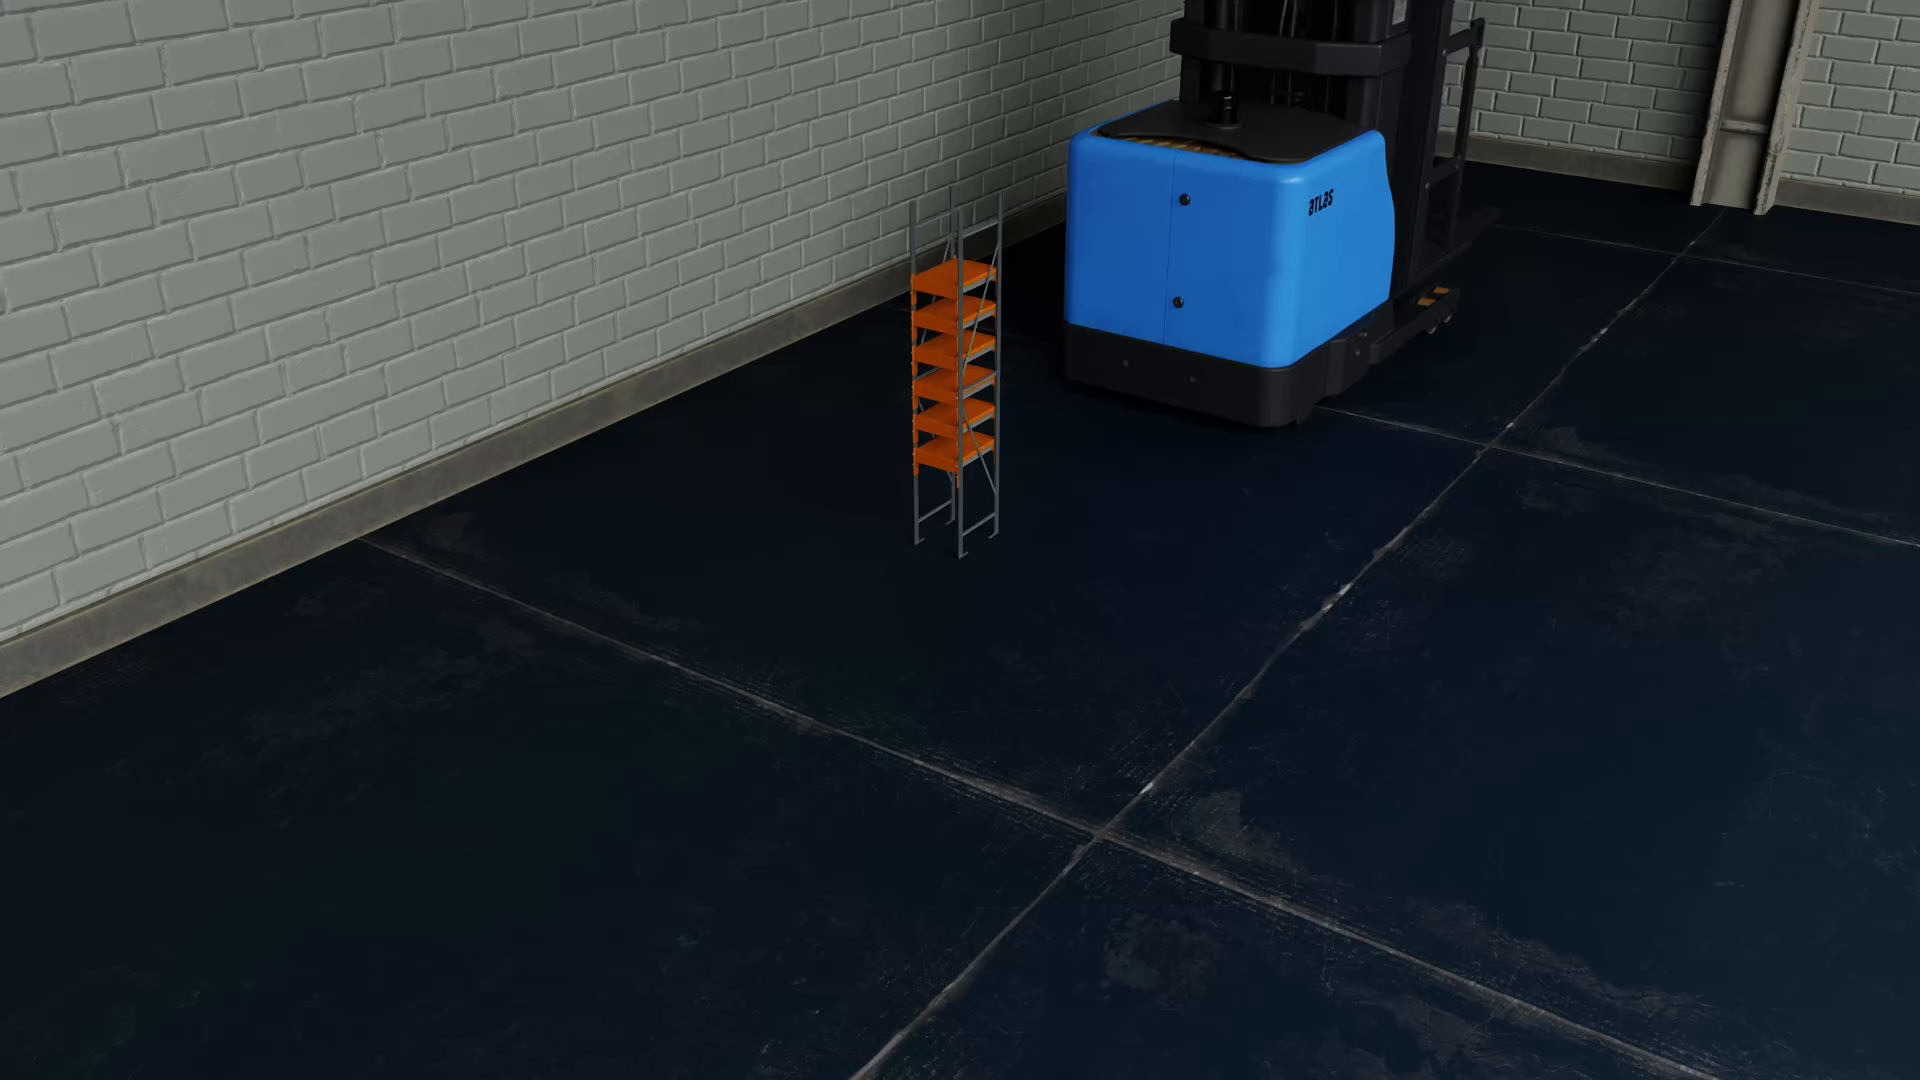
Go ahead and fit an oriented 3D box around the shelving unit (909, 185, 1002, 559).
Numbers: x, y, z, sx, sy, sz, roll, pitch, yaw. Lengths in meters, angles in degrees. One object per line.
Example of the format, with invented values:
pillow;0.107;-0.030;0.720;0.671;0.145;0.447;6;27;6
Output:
shelving unit;-0.012;-0.538;5.485;0.189;1.200;0.258;17;32;30

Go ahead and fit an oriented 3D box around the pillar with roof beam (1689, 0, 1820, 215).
pillar with roof beam;1.991;-4.330;4.337;0.400;9.000;9.100;17;32;30

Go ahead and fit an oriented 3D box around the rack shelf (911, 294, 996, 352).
rack shelf;-0.012;-0.713;5.396;0.180;0.103;0.258;17;32;30

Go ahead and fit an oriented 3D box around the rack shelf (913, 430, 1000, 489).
rack shelf;-0.012;-0.285;5.614;0.180;0.103;0.258;17;32;30

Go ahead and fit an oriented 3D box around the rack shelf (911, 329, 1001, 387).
rack shelf;-0.012;-0.606;5.451;0.180;0.103;0.258;17;32;30

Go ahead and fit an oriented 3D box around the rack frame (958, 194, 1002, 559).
rack frame;0.063;-0.515;5.439;0.006;1.200;0.240;17;32;30

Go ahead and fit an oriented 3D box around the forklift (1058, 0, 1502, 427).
forklift;1.669;-2.357;7.151;1.130;2.935;3.031;18;32;31

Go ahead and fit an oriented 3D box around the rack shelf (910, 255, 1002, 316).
rack shelf;-0.012;-0.820;5.342;0.180;0.103;0.258;17;32;30

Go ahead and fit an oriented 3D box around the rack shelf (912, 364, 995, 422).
rack shelf;-0.012;-0.499;5.505;0.180;0.103;0.258;17;32;30

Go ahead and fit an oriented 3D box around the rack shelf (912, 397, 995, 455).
rack shelf;-0.012;-0.392;5.560;0.180;0.103;0.258;17;32;30

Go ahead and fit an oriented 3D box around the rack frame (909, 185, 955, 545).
rack frame;-0.087;-0.562;5.531;0.006;1.200;0.240;17;32;30
